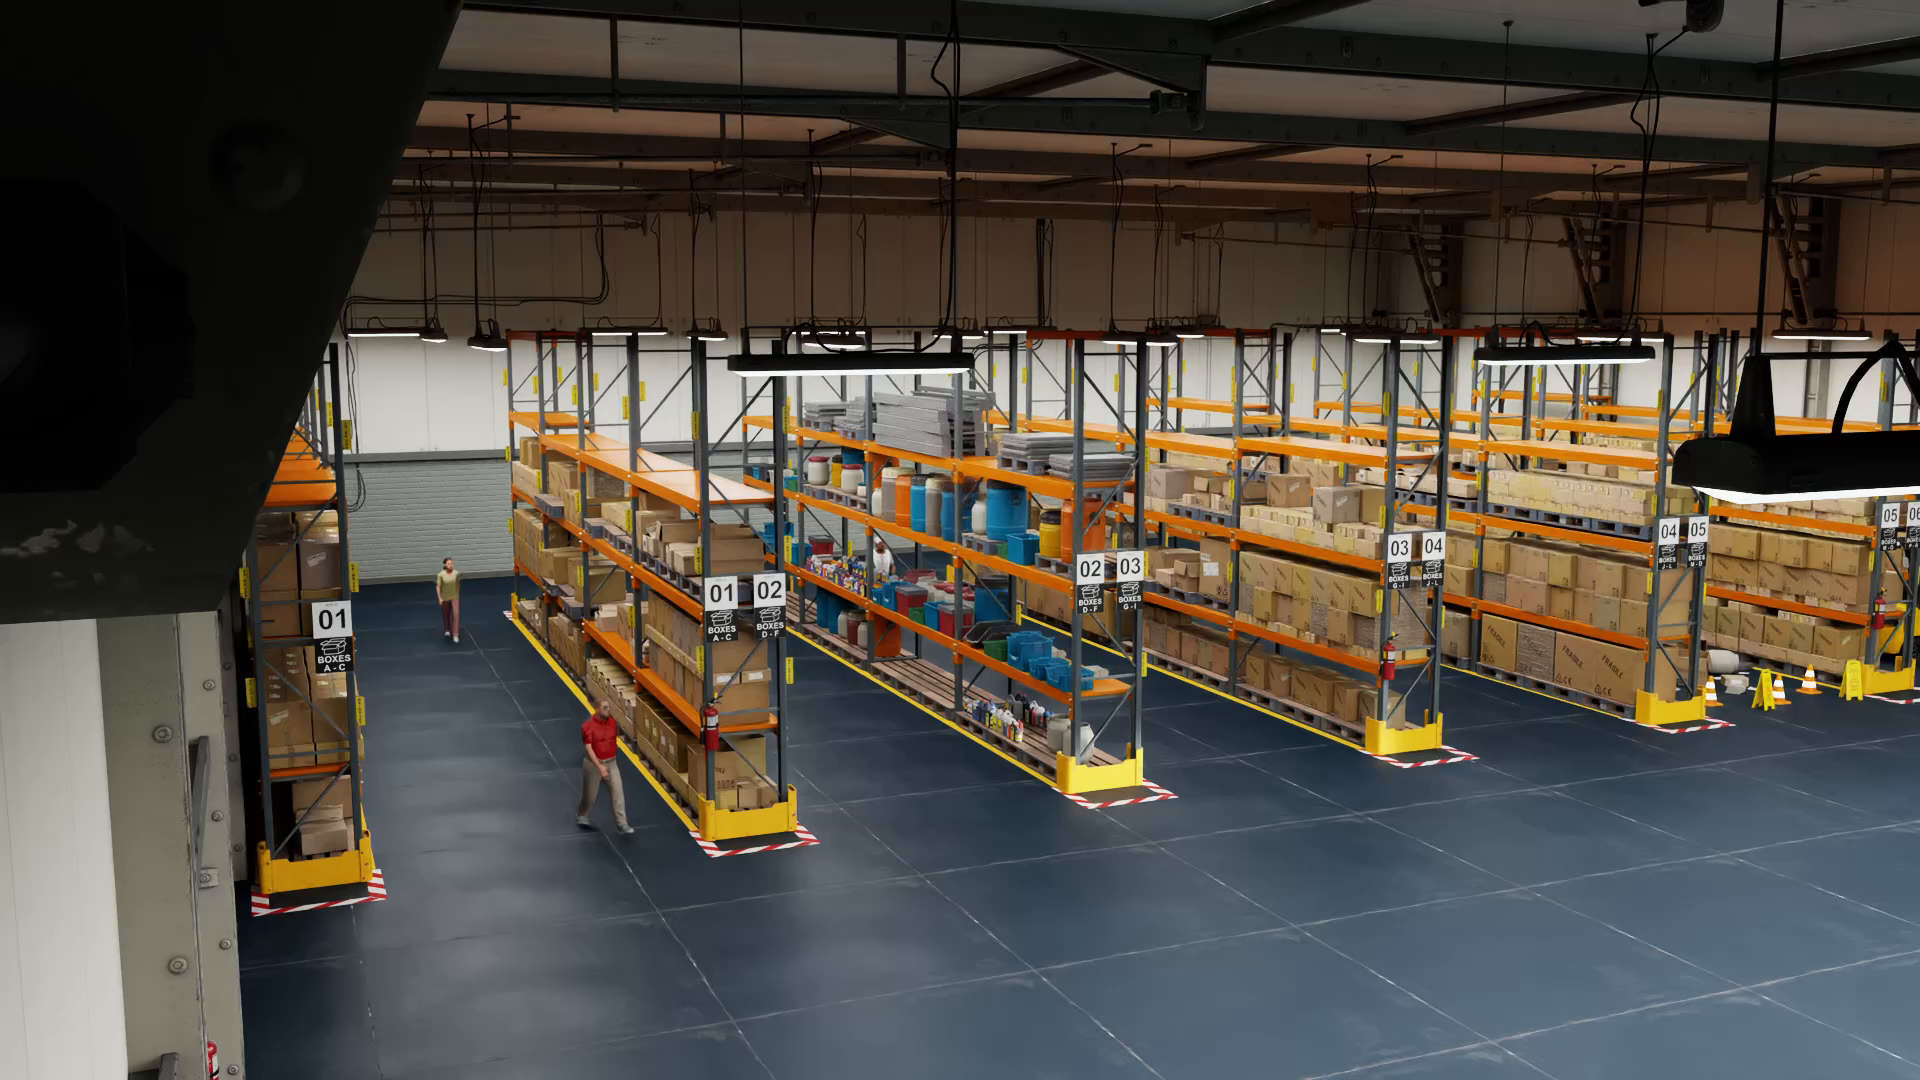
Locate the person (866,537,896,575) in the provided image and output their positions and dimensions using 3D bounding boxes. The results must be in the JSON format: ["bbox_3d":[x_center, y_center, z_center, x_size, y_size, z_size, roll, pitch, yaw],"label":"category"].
[{"bbox_3d":[-1.612,0.790,34.266,0.585,1.722,1.054,-5,9,-31],"label":"person"}]

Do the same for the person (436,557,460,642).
[{"bbox_3d":[-9.905,1.134,32.220,0.455,1.603,1.060,-3,8,-20],"label":"person"}]

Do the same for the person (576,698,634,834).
[{"bbox_3d":[-4.344,2.749,20.315,0.514,1.646,1.117,-7,10,-40],"label":"person"}]
